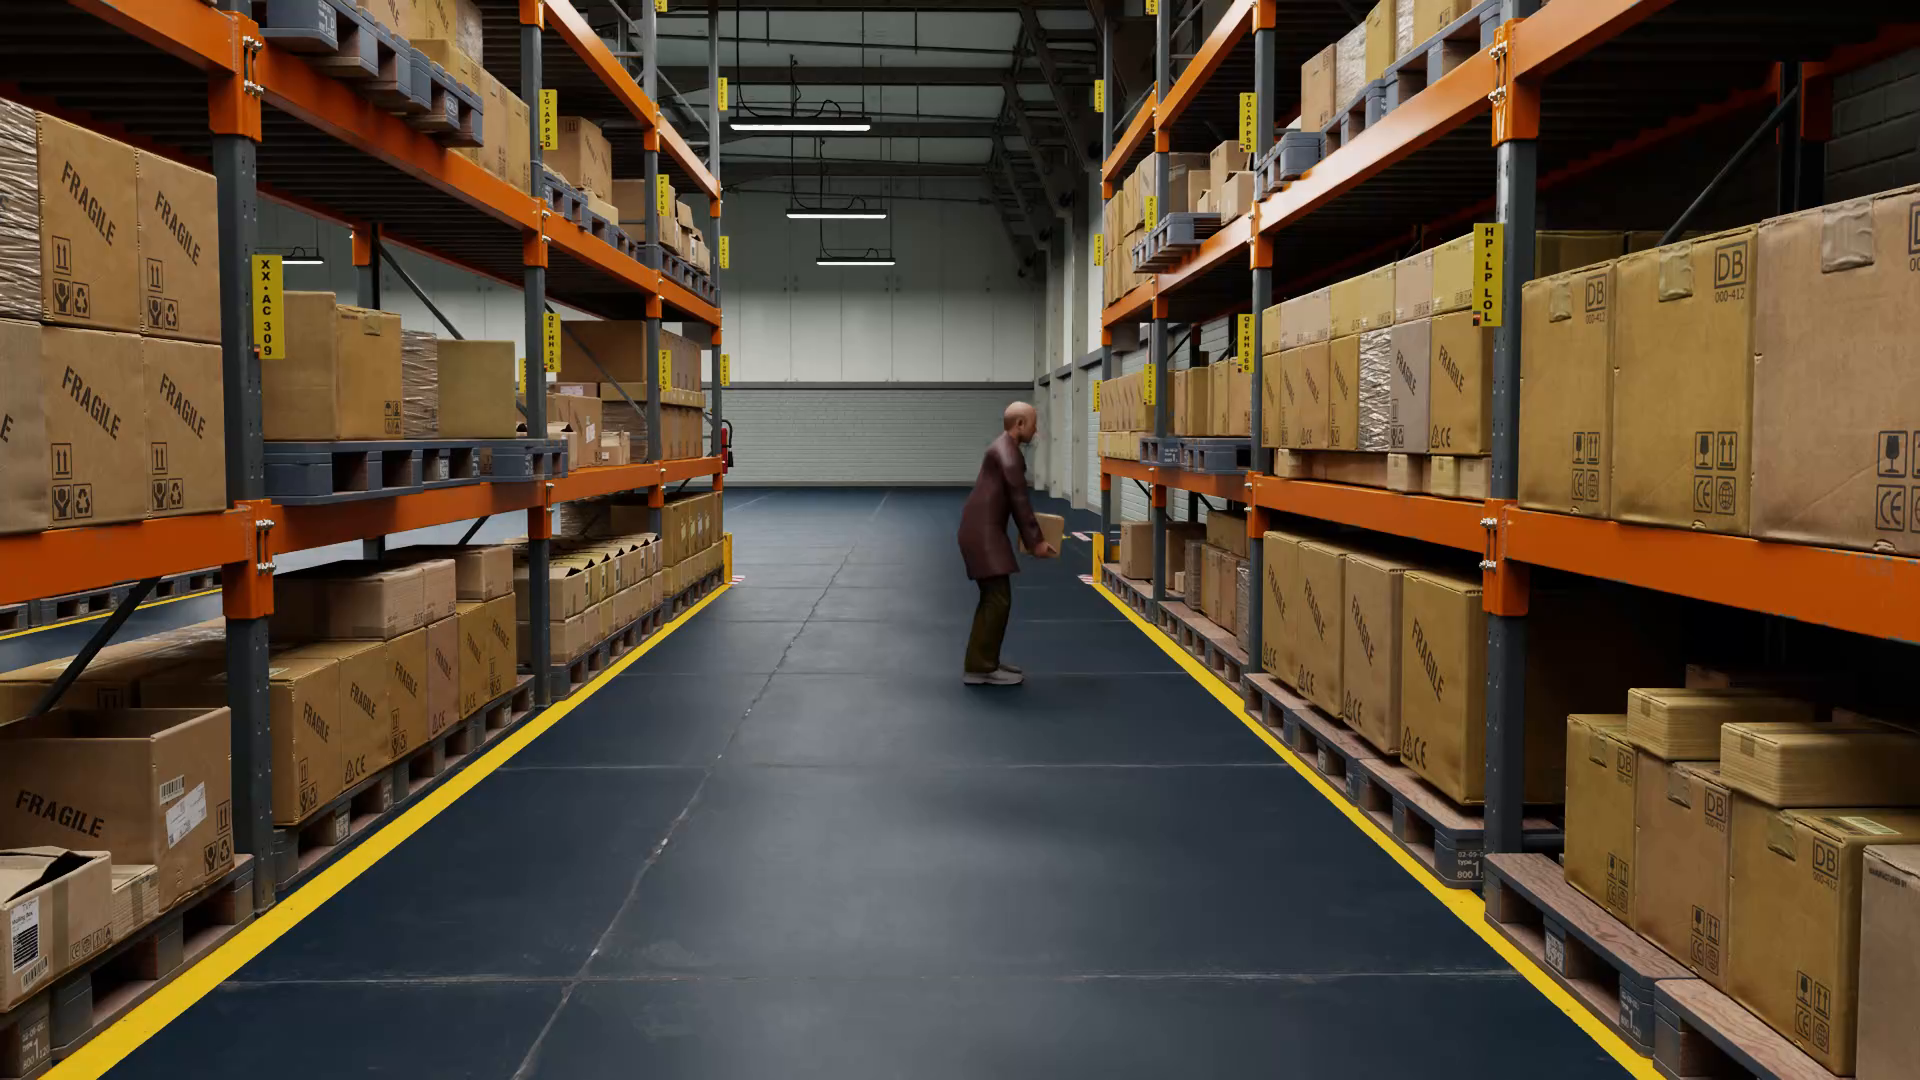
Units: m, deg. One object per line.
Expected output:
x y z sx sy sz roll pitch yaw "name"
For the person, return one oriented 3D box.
0.289 0.014 10.305 0.606 1.742 0.537 0 4 -2 "person"
